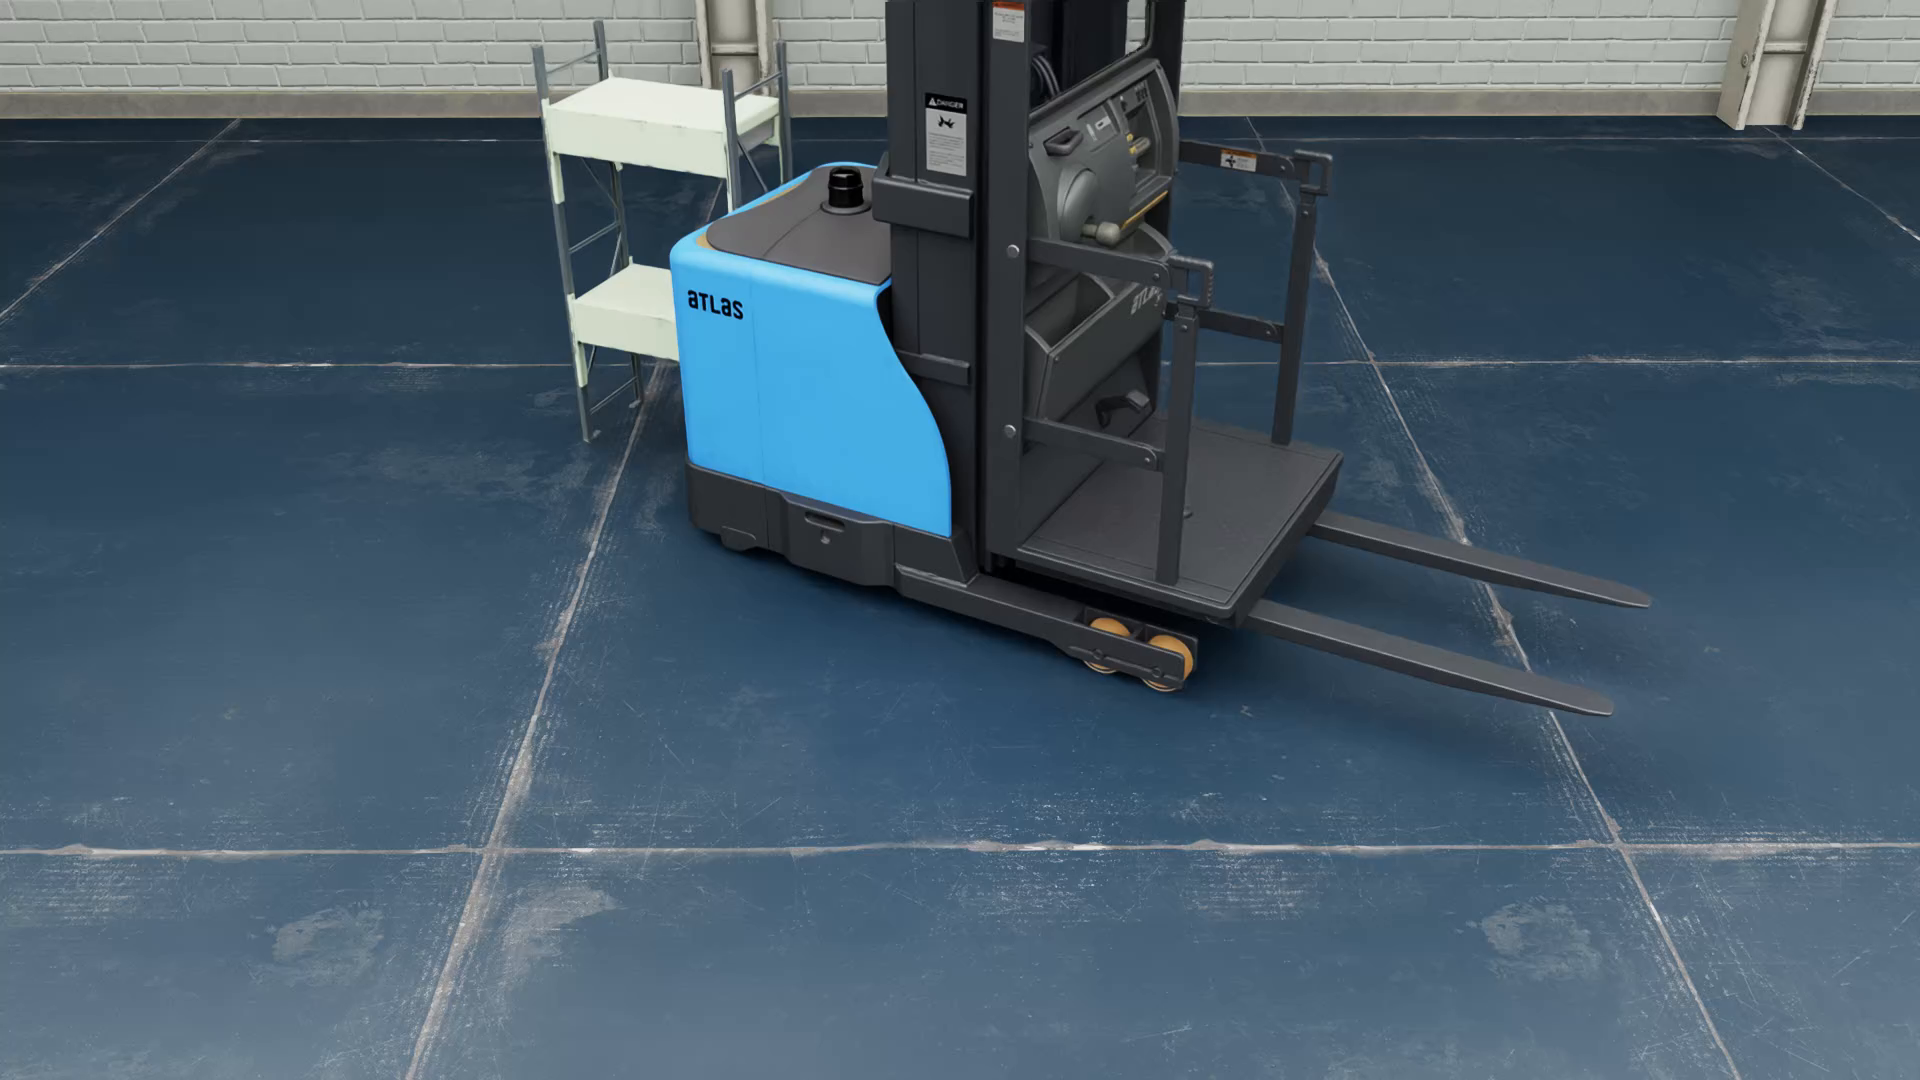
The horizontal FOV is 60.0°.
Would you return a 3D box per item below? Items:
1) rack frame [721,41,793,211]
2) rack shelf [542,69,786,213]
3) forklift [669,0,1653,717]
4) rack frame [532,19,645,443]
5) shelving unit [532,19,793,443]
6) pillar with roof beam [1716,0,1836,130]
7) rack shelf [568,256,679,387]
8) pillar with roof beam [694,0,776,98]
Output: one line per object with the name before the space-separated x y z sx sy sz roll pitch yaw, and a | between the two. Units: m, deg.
rack frame | -0.680 -0.962 5.889 0.023 1.500 0.400 12 33 20
rack shelf | -1.017 -1.370 5.809 0.720 0.370 0.431 12 33 20
forklift | 0.609 -1.113 4.759 3.031 2.935 1.130 16 35 24
rack frame | -1.353 -1.111 6.135 0.023 1.500 0.400 12 33 20
shelving unit | -1.017 -1.036 6.012 0.755 1.500 0.431 12 33 20
pillar with roof beam | 4.739 -4.087 3.811 0.400 9.000 9.100 0 31 0
rack shelf | -1.017 -0.757 6.181 0.720 0.370 0.431 12 33 20
pillar with roof beam | -1.261 -4.069 3.781 0.400 9.000 9.100 0 31 0
